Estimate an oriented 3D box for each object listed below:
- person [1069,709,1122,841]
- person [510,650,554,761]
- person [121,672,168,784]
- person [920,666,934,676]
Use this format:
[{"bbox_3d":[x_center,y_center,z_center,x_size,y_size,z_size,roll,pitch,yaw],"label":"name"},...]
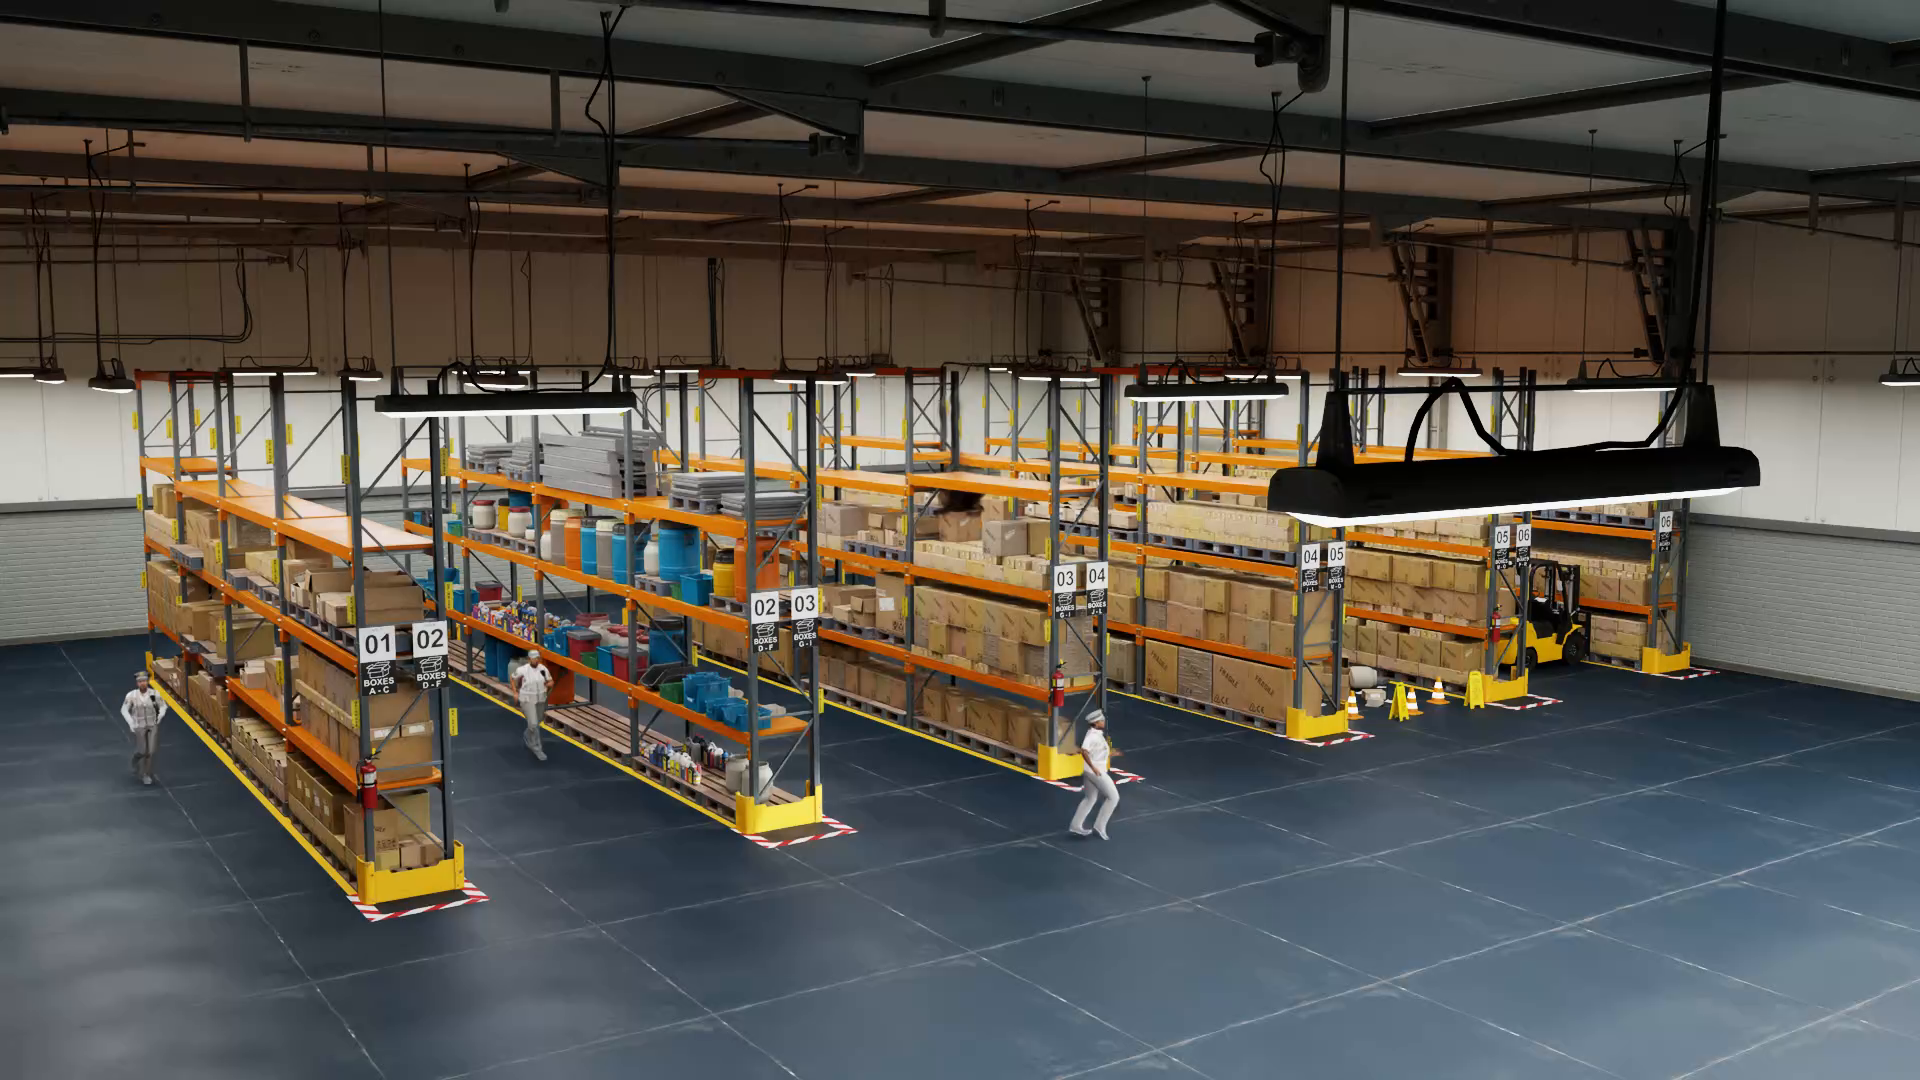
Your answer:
[{"bbox_3d":[1.786,3.062,21.683,0.709,1.733,0.551,-1,6,-6],"label":"person"},{"bbox_3d":[-6.693,2.547,26.094,0.591,1.690,0.890,-6,9,-41],"label":"person"},{"bbox_3d":[-12.011,2.752,24.538,0.609,1.667,0.585,-4,8,-34],"label":"person"},{"bbox_3d":[-0.551,1.970,31.765,0.506,1.638,0.697,-5,8,-35],"label":"person"}]
